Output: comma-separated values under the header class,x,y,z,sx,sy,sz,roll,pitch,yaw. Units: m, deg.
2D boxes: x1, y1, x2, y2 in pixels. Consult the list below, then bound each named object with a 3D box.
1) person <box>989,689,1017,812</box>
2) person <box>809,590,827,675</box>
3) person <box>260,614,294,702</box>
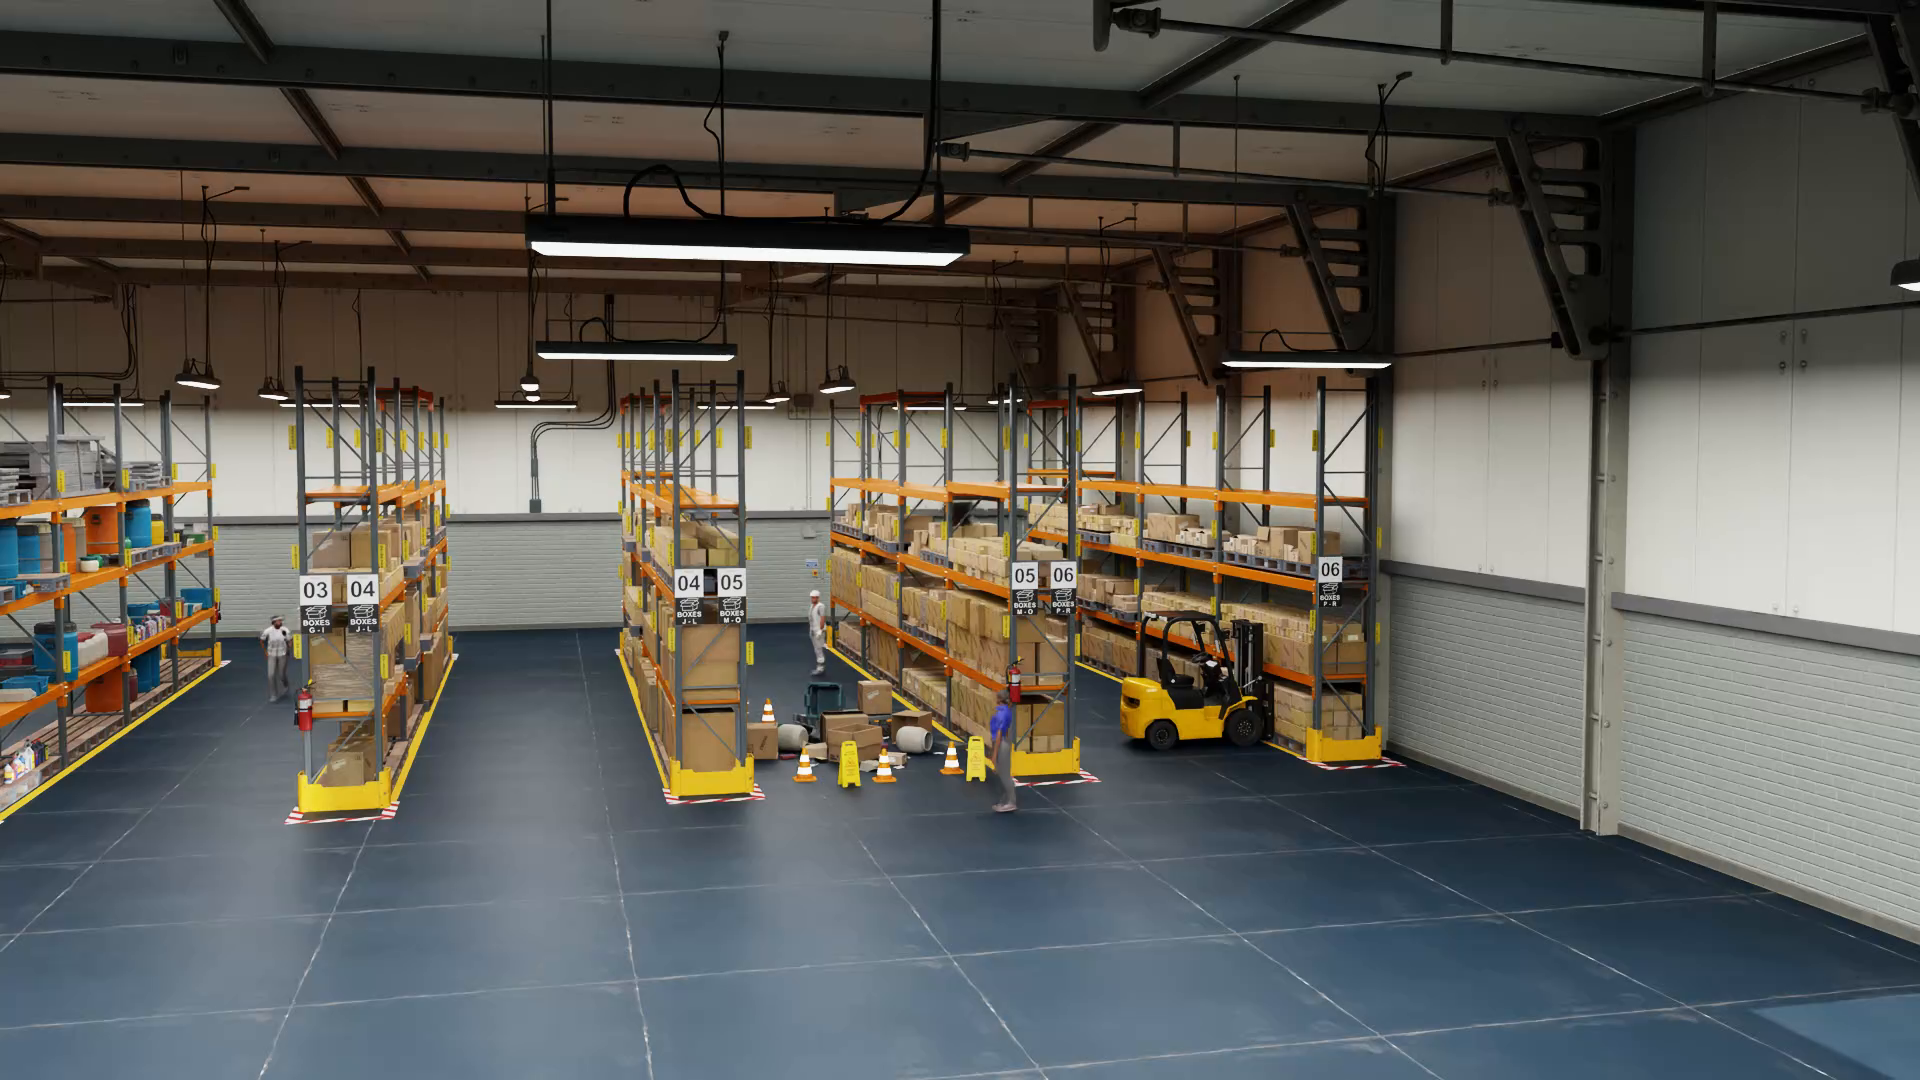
class,x,y,z,sx,sy,sz,roll,pitch,yaw
person,0.581,2.851,22.446,0.379,1.669,0.549,0,3,1
person,-3.076,1.971,35.598,0.386,1.791,0.562,-2,4,-31
person,-13.238,2.274,32.213,0.600,1.722,0.695,-1,3,-9
